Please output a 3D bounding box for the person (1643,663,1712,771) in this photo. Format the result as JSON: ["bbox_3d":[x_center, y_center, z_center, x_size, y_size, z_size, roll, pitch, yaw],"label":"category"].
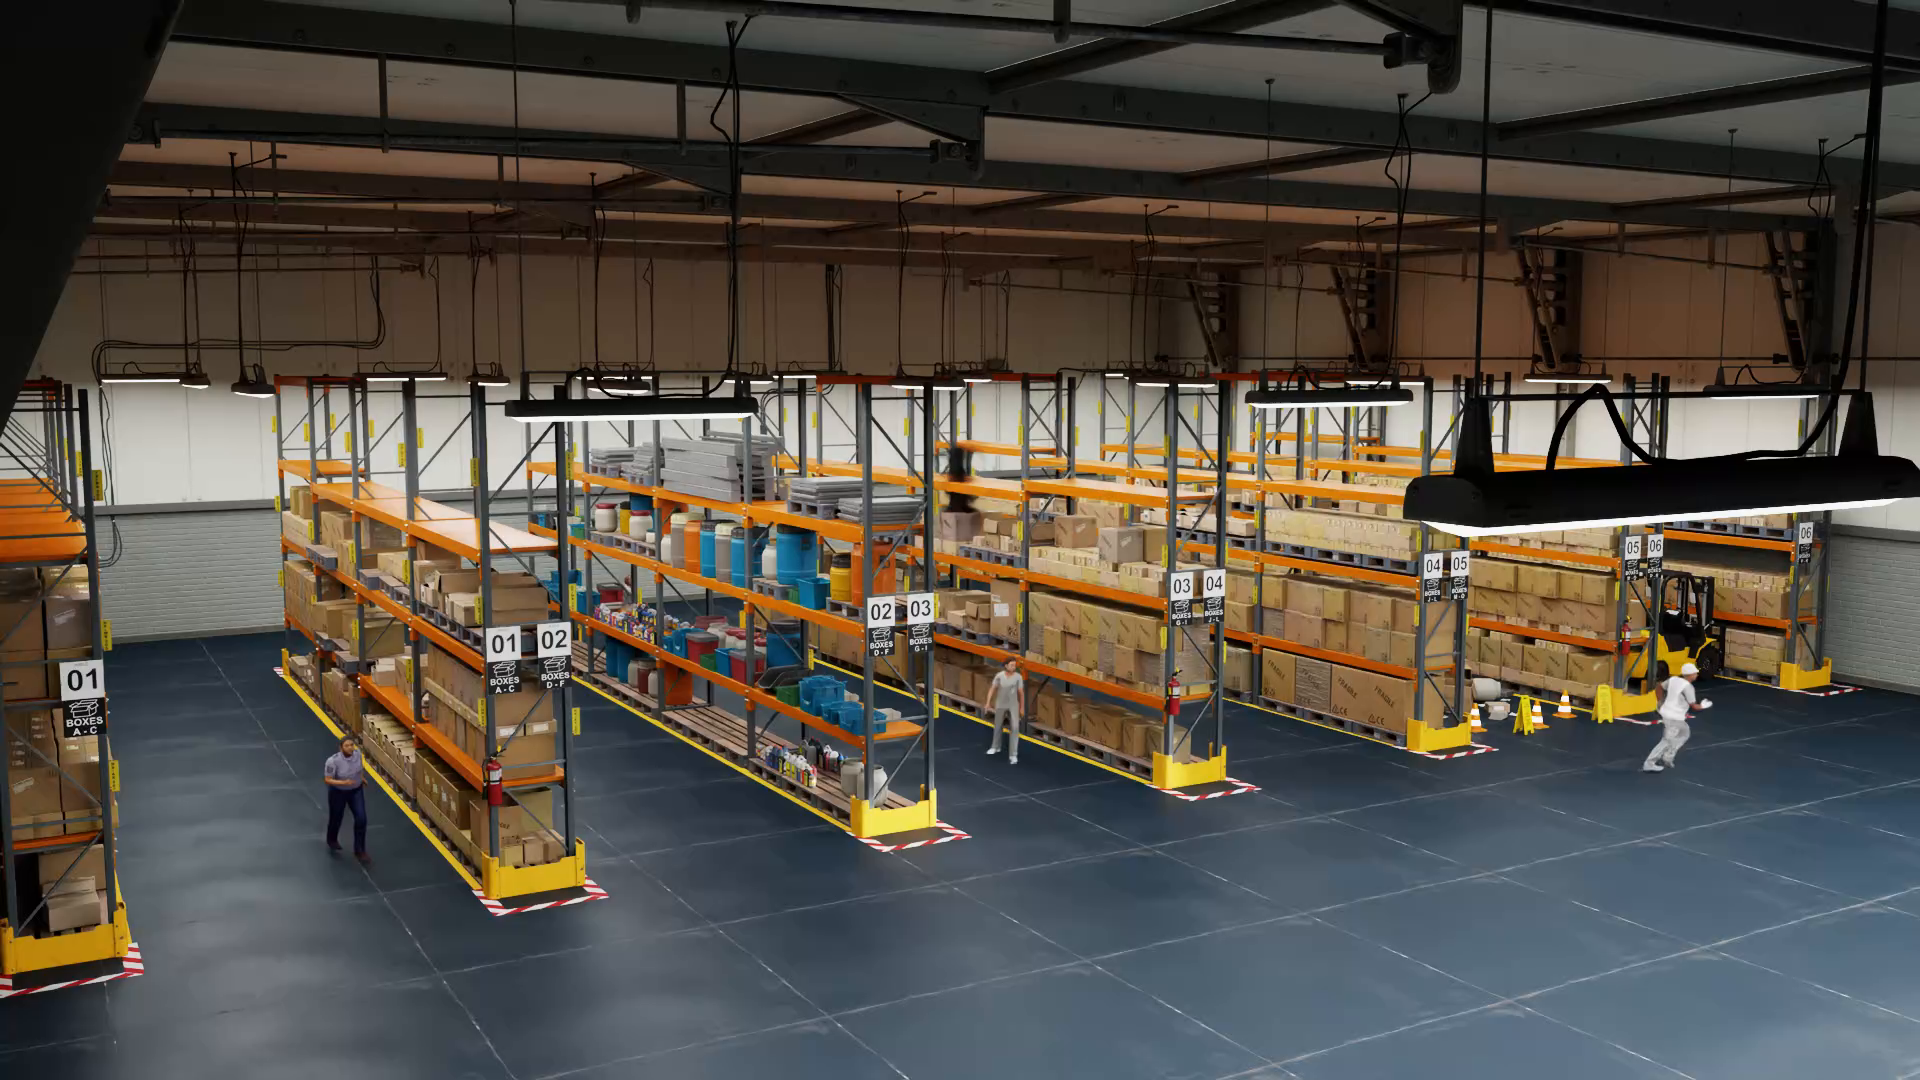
[{"bbox_3d":[10.951,2.705,25.394,0.958,1.695,0.709,1,6,6],"label":"person"}]

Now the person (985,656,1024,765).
[{"bbox_3d":[0.707,2.647,26.257,0.619,1.664,0.761,0,6,4],"label":"person"}]

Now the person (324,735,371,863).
[{"bbox_3d":[-7.782,3.235,21.048,0.601,1.625,0.945,-5,8,-38],"label":"person"}]

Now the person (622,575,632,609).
[{"bbox_3d":[-7.374,1.551,36.940,0.650,1.520,0.518,3,7,26],"label":"person"}]
